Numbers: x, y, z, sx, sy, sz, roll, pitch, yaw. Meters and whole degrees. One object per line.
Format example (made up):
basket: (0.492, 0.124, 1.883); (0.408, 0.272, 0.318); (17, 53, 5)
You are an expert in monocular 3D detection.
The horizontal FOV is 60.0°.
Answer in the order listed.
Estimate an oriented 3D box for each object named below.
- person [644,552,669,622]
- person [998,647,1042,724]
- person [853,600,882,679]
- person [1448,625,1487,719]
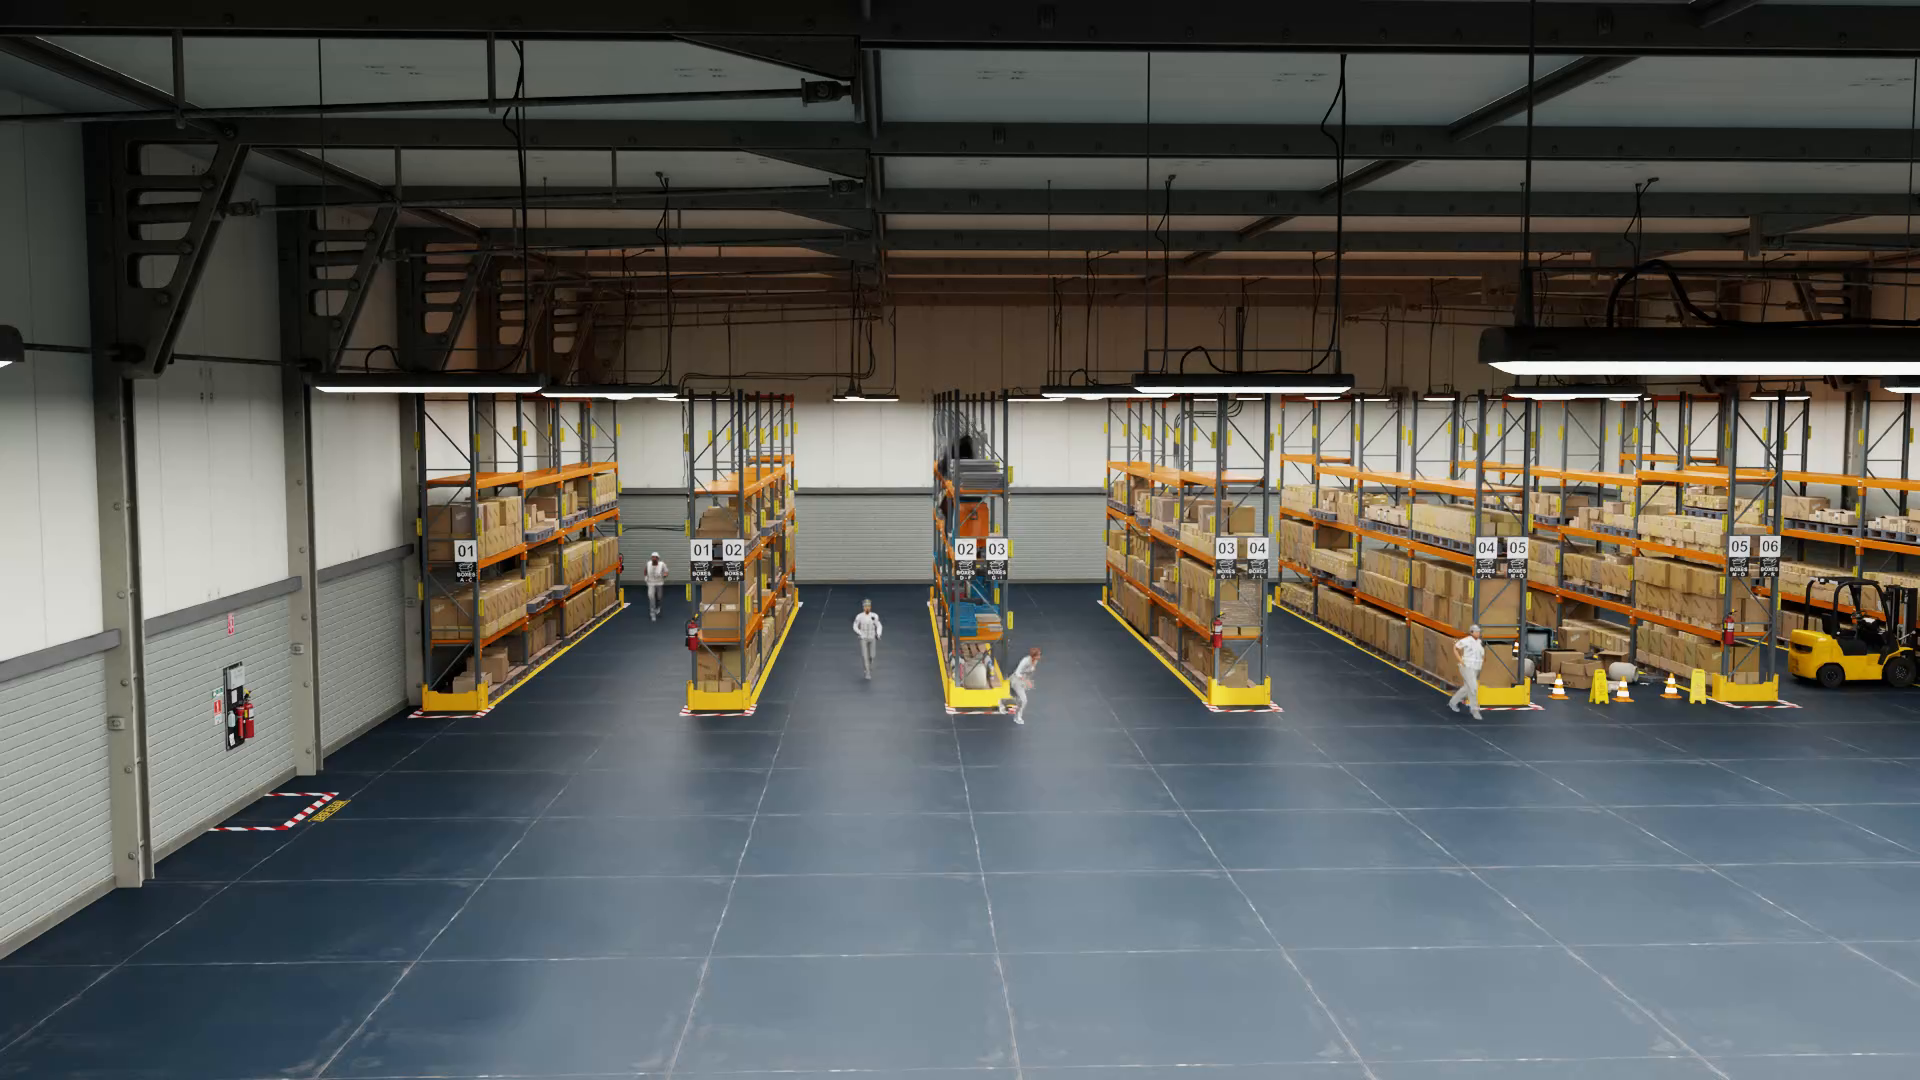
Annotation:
person: (-8.100, 1.234, 44.388); (0.647, 1.834, 1.059); (-1, 5, -10)
person: (1.083, 2.594, 29.921); (0.876, 1.409, 0.552); (3, 6, 33)
person: (-1.936, 2.067, 34.845); (0.616, 1.660, 0.554); (-1, 5, -7)
person: (9.426, 2.408, 30.678); (0.686, 1.692, 0.781); (-4, 6, -43)
